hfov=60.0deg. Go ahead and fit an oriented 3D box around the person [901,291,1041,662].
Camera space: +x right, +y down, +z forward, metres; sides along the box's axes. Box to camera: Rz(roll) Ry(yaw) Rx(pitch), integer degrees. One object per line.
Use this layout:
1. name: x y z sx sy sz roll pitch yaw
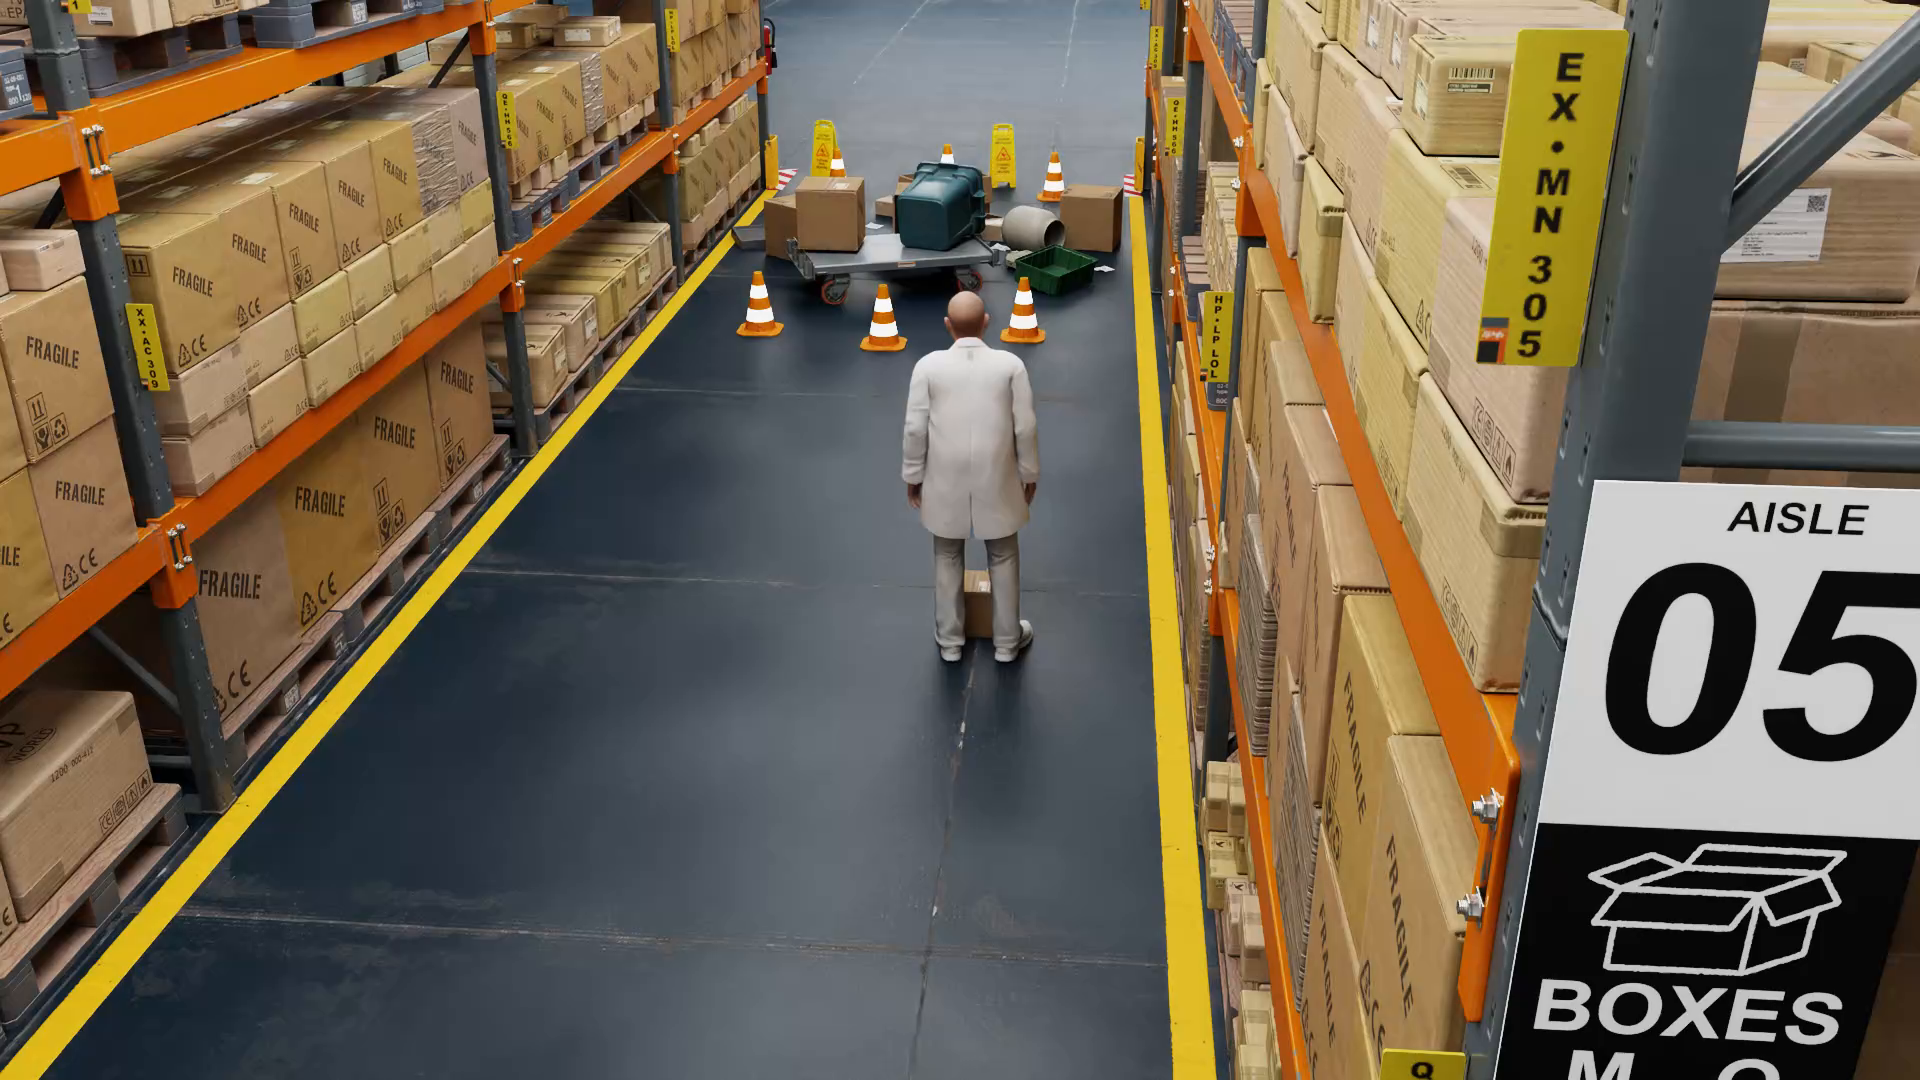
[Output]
1. person: 0.051 -0.280 7.746 0.648 1.772 0.429 1 24 1
